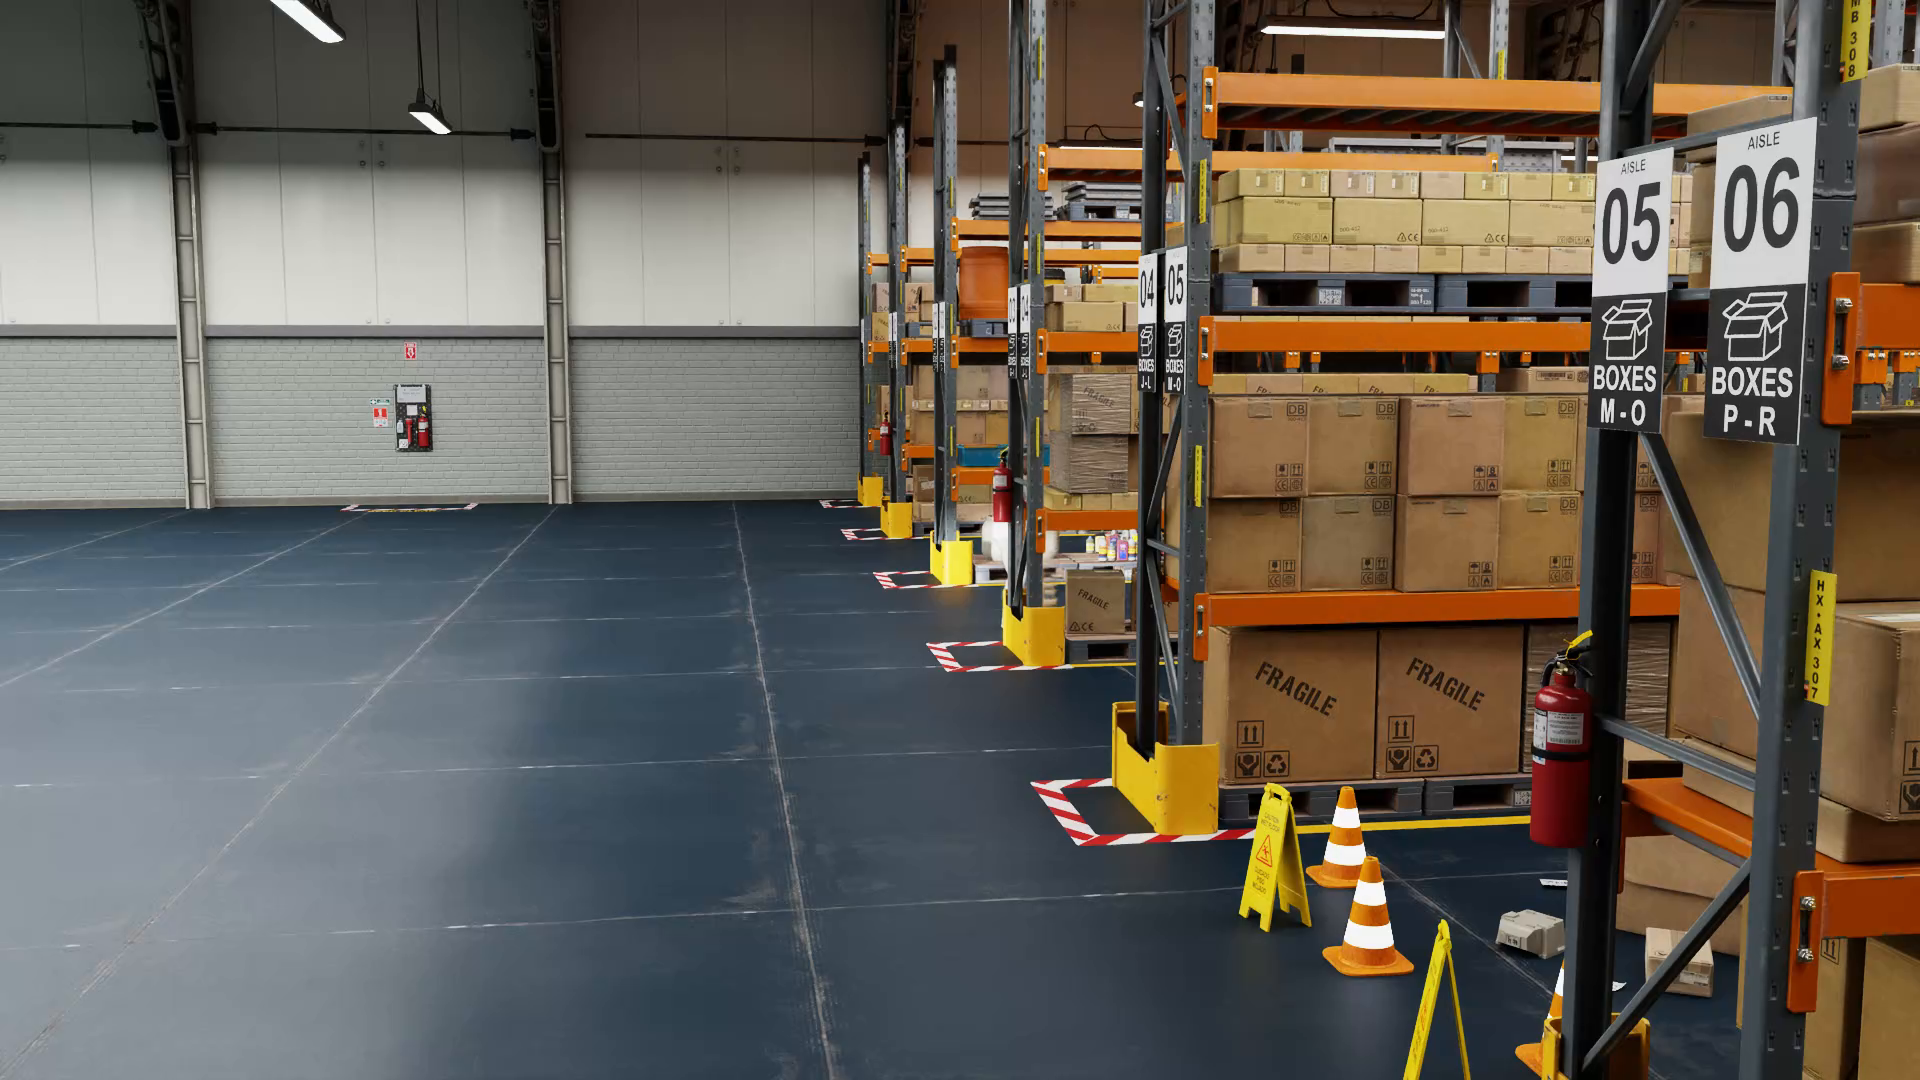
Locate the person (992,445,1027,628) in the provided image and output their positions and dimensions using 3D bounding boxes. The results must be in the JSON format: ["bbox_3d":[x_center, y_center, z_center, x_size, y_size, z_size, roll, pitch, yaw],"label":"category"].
[{"bbox_3d":[0.534,-0.036,16.001,0.442,1.747,0.585,1,6,8],"label":"person"}]
